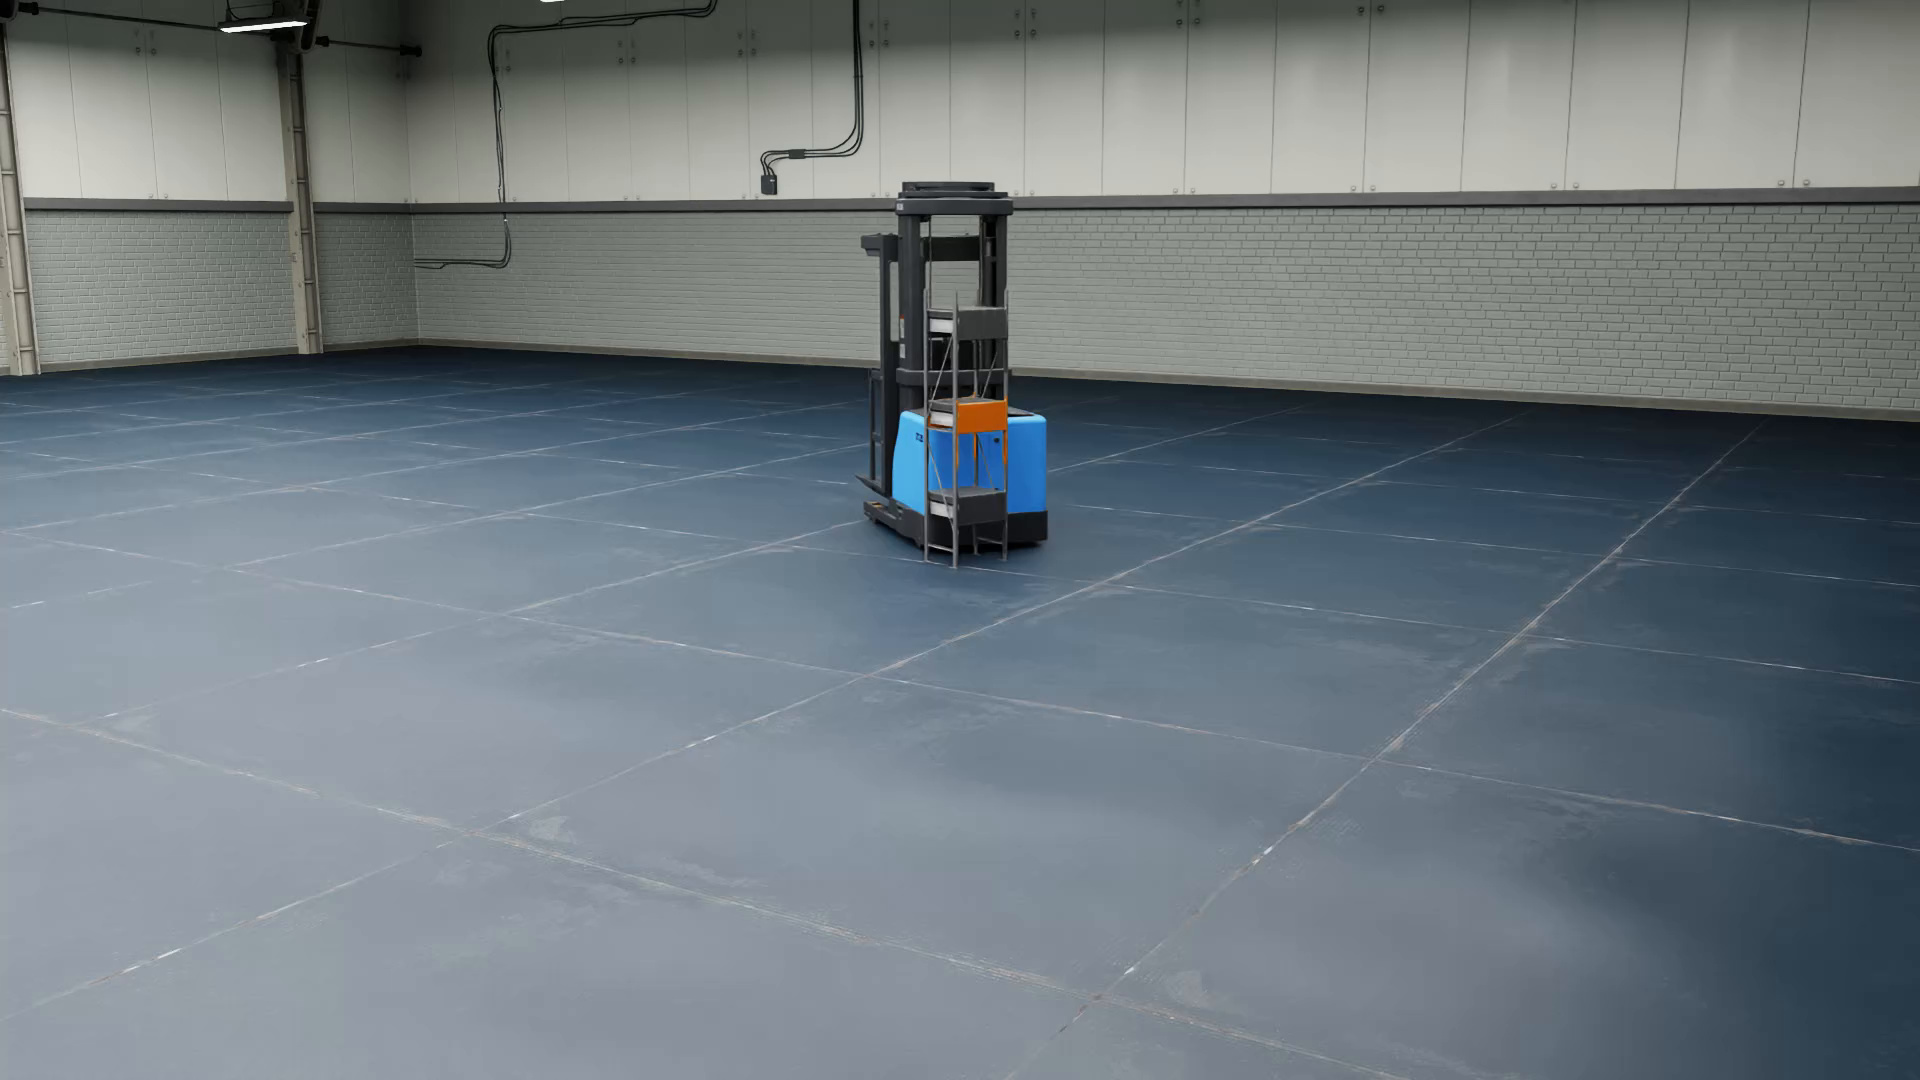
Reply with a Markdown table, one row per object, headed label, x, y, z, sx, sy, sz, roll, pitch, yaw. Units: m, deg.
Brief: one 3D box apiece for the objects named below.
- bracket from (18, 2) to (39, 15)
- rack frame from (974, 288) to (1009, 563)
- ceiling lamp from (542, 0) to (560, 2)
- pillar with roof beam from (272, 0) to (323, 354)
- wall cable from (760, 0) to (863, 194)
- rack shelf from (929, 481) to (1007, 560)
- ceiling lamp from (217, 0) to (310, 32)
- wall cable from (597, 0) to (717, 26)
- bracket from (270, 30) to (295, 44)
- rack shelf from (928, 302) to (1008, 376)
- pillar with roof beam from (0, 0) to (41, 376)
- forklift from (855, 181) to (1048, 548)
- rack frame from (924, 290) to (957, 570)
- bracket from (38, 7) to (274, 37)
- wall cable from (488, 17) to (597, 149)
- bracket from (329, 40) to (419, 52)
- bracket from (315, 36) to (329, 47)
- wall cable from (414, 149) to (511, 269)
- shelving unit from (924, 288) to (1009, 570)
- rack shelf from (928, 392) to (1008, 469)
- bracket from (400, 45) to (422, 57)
| label | x | y | z | sx | sy | sz | roll | pitch | yaw |
| --- | --- | --- | --- | --- | --- | --- | --- | --- | --- |
| bracket | -16.132 | -9.174 | 28.637 | 0.235 | 0.232 | 0.430 | 6 | 12 | 31 |
| rack frame | 0.240 | -0.885 | 12.890 | 0.015 | 2.100 | 0.400 | -8 | 13 | -37 |
| ceiling lamp | -5.167 | -9.419 | 23.863 | 2.000 | 3.185 | 0.800 | 6 | 12 | 31 |
| pillar with roof beam | -9.857 | -7.906 | 31.644 | 9.100 | 9.000 | 0.548 | 6 | 12 | 31 |
| wall cable | -2.771 | -9.416 | 30.470 | 2.305 | 6.003 | 0.169 | 6 | 12 | 31 |
| rack shelf | 0.046 | -0.156 | 12.875 | 0.480 | 0.518 | 0.431 | -8 | 13 | -37 |
| ceiling lamp | -11.483 | -10.125 | 27.634 | 2.000 | 3.185 | 0.800 | 6 | 12 | 31 |
| wall cable | -5.919 | -11.292 | 32.084 | 3.097 | 2.526 | 0.112 | 6 | 12 | 31 |
| bracket | -13.448 | -9.987 | 32.980 | 0.235 | 0.232 | 0.430 | 6 | 12 | 31 |
| rack shelf | 0.046 | -1.532 | 12.618 | 0.480 | 0.518 | 0.431 | -8 | 13 | -37 |
| pillar with roof beam | -12.972 | -6.962 | 26.604 | 9.100 | 9.000 | 0.548 | 6 | 12 | 31 |
| forklift | -0.222 | -1.604 | 14.472 | 1.130 | 2.935 | 3.031 | -3 | 11 | -17 |
| rack frame | -0.147 | -0.830 | 12.598 | 0.015 | 2.100 | 0.400 | -8 | 13 | -37 |
| bracket | -14.786 | -9.582 | 30.816 | 0.076 | 0.066 | 4.783 | 6 | 12 | 31 |
| wall cable | -8.564 | -9.352 | 34.082 | 3.097 | 2.526 | 0.112 | 6 | 12 | 31 |
| bracket | -12.093 | -10.398 | 35.172 | 0.076 | 0.066 | 3.189 | 6 | 12 | 31 |
| bracket | -13.017 | -10.118 | 33.677 | 0.235 | 0.232 | 0.430 | 6 | 12 | 31 |
| wall cable | -10.876 | -7.128 | 35.927 | 3.097 | 2.526 | 0.112 | 6 | 12 | 31 |
| shelving unit | 0.046 | -0.858 | 12.744 | 0.503 | 2.100 | 0.431 | -8 | 13 | -37 |
| rack shelf | 0.046 | -0.844 | 12.747 | 0.480 | 0.518 | 0.431 | -8 | 13 | -37 |
| bracket | -11.787 | -10.491 | 35.668 | 0.235 | 0.232 | 0.430 | 6 | 12 | 31 |
